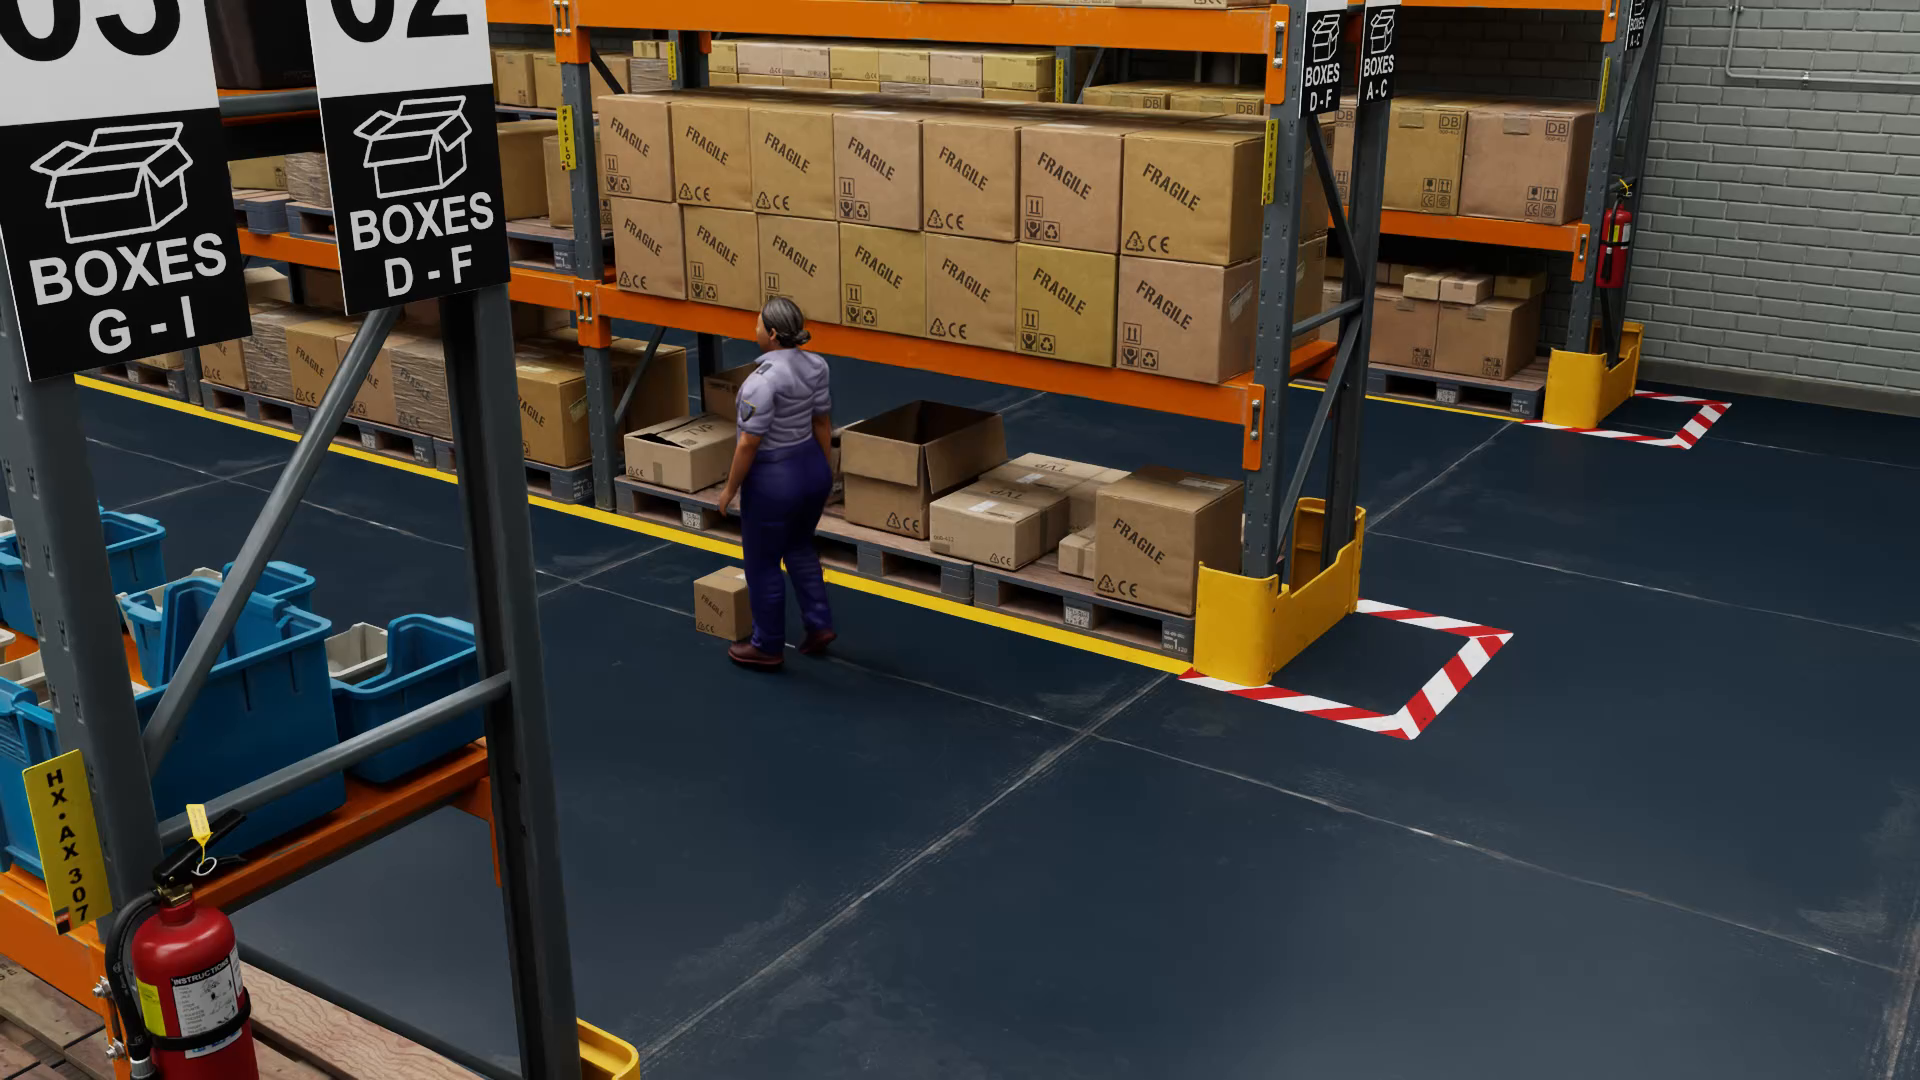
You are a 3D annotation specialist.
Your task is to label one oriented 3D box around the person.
[{"bbox_3d":[-0.806,-0.214,7.199,0.439,1.714,0.522,15,25,35],"label":"person"}]
